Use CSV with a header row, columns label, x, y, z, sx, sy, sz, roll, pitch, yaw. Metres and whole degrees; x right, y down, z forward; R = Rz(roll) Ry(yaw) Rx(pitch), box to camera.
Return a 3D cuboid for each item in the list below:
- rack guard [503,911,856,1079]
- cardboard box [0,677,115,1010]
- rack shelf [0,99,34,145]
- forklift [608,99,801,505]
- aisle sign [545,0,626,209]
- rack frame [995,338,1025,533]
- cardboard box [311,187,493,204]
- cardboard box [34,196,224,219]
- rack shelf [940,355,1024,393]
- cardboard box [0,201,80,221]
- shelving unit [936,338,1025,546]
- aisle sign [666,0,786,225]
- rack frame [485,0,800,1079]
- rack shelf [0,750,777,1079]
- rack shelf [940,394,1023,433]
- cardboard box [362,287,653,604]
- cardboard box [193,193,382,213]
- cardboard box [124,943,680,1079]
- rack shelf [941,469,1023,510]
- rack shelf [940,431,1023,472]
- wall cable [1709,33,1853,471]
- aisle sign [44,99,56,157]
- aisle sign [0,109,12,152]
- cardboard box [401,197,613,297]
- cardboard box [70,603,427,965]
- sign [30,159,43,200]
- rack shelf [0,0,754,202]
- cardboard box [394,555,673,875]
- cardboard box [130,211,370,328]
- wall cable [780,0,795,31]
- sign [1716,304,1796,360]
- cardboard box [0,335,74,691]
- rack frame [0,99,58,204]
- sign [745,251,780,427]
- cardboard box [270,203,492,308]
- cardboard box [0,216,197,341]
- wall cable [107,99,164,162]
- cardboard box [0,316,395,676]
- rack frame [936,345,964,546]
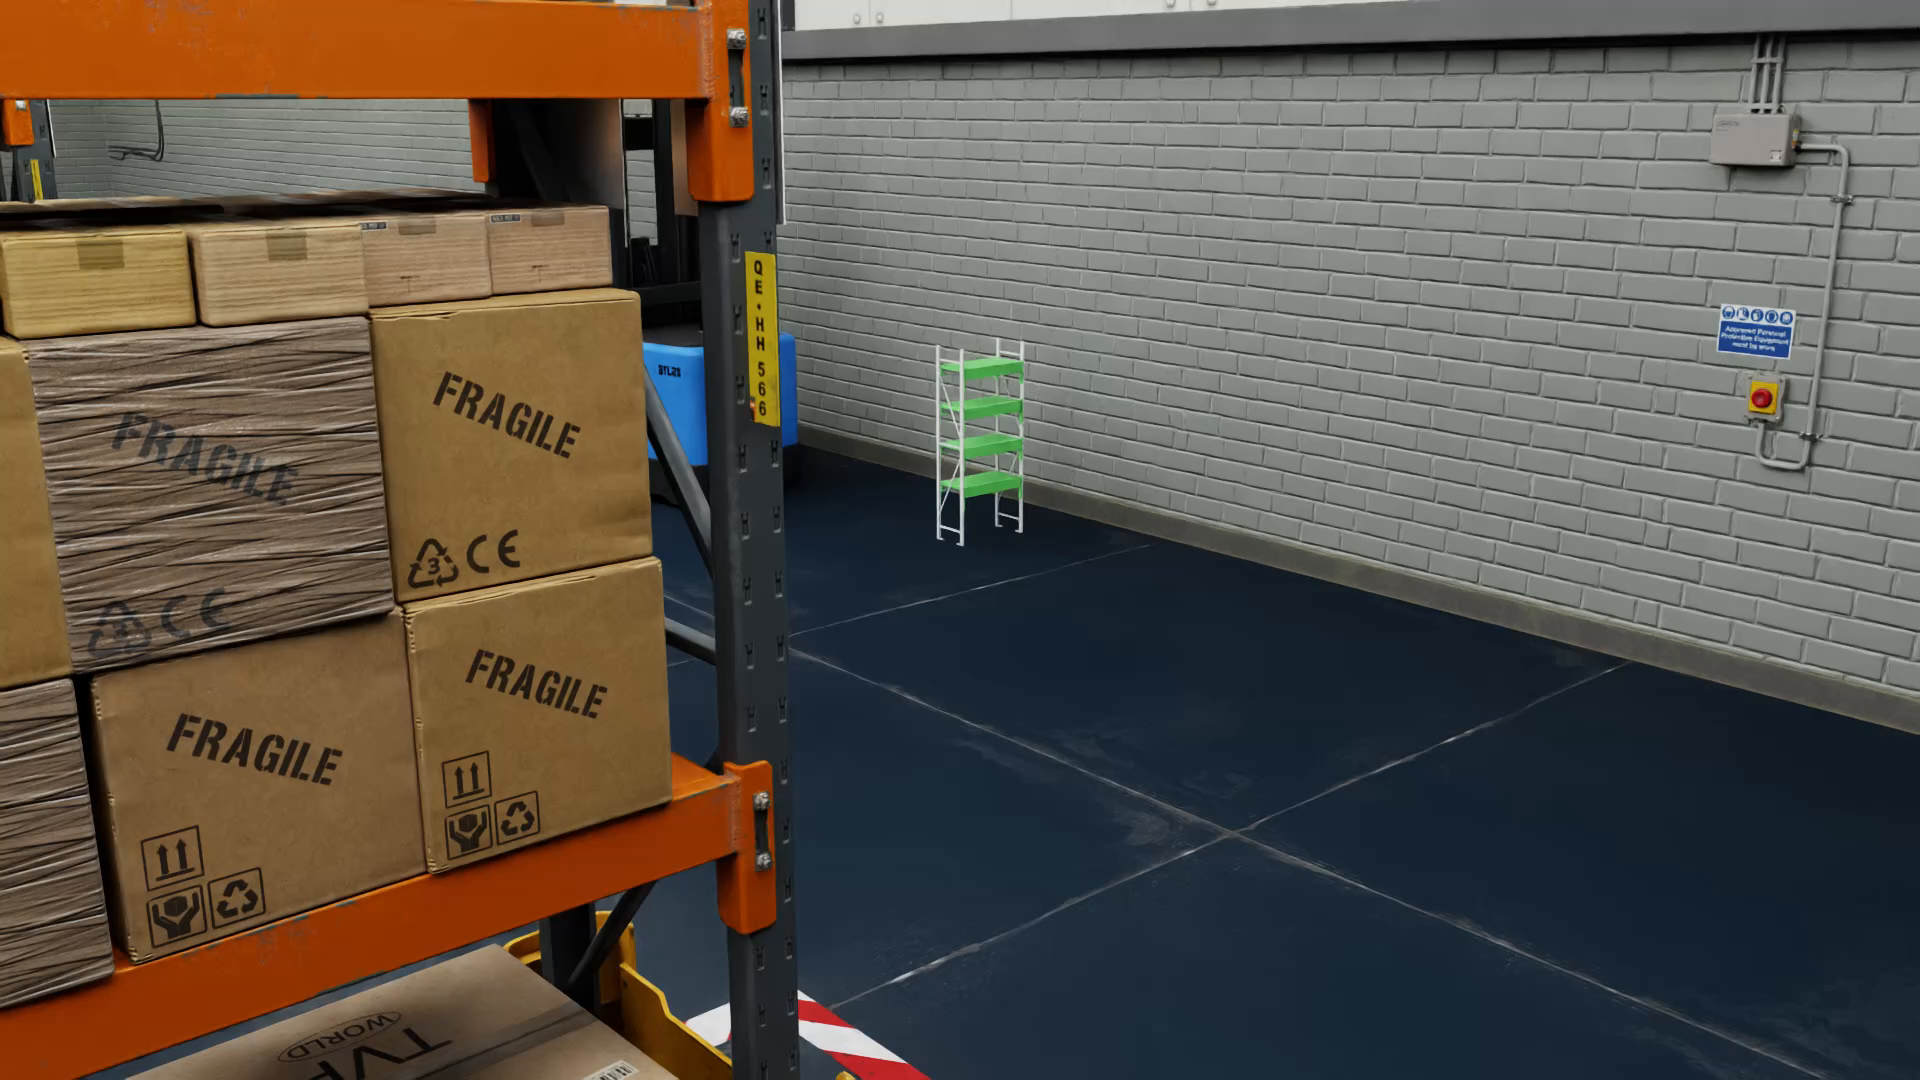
label,x,y,z,sx,sy,sz,roll,pitch,yaw
rack guard,-0.705,1.388,4.086,0.348,0.500,1.175,-13,19,-39
cardboard box,-1.683,0.440,2.596,0.500,0.500,0.500,-12,19,-38
rack shelf,-5.558,-1.525,5.730,4.000,0.370,1.077,-13,19,-39
forklift,-2.587,-1.933,11.809,3.031,2.935,1.130,11,19,36
aisle sign,-0.859,-1.141,3.670,0.004,0.787,0.394,-13,19,-39
rack frame,0.309,-0.649,10.355,0.015,1.200,0.240,-13,19,-39
cardboard box,-1.173,-0.654,3.500,0.250,0.149,0.380,-12,19,-38
cardboard box,-1.595,-0.575,3.200,0.250,0.149,0.380,-12,19,-38
rack shelf,0.125,-1.010,10.093,0.480,0.148,0.258,-13,19,-39
cardboard box,-1.782,-0.526,3.020,0.250,0.149,0.380,-13,20,-41
shelving unit,0.125,-0.608,10.200,0.503,1.200,0.258,-13,19,-39
aisle sign,-0.465,-1.024,3.233,0.004,0.787,0.394,-13,19,-39
rack frame,-0.721,0.185,3.746,0.053,2.616,0.949,-13,19,-39
rack shelf,-2.232,0.870,2.573,4.000,0.370,1.077,-13,19,-39
rack shelf,0.125,-0.778,10.155,0.480,0.148,0.258,-13,19,-39
cardboard box,-0.931,-0.219,3.127,0.500,0.500,0.500,-12,19,-38
cardboard box,-1.324,-0.596,3.281,0.250,0.149,0.380,-12,19,-38
cardboard box,-1.155,1.350,3.534,0.875,0.438,0.875,-14,20,-41
rack shelf,0.125,-0.314,10.279,0.480,0.148,0.258,-13,19,-39
rack shelf,0.125,-0.546,10.217,0.480,0.148,0.258,-13,19,-39
wall cable,3.515,-1.282,7.206,0.123,1.953,0.585,-13,19,-39
aisle sign,-3.797,-1.972,6.784,0.004,0.787,0.394,-13,19,-39
aisle sign,-4.191,-2.089,7.222,0.004,0.787,0.394,-13,19,-39
cardboard box,-0.862,-0.561,3.149,0.250,0.149,0.380,-12,19,-39
cardboard box,-1.302,0.351,2.929,0.500,0.500,0.500,-13,20,-41
sign,-3.700,-1.363,6.685,0.005,0.325,0.100,-13,19,-39
rack shelf,-2.232,-0.579,2.186,4.000,0.370,1.077,-13,19,-39
cardboard box,-0.913,0.269,3.237,0.500,0.500,0.500,-13,19,-39
cardboard box,-1.178,-0.453,2.746,0.250,0.149,0.380,-13,20,-40
wall cable,-0.700,-6.485,10.856,0.120,5.999,2.277,-13,19,-39
sign,3.530,-0.926,7.381,0.001,0.218,0.327,-13,19,-39
cardboard box,-1.681,-0.042,2.463,0.500,0.500,0.500,-13,20,-40
rack frame,-4.049,-0.763,7.292,0.127,3.000,1.000,-13,19,-39
sign,-0.377,-0.382,3.164,0.005,0.325,0.100,-13,19,-39
cardboard box,-1.038,-0.513,2.971,0.250,0.149,0.380,-12,19,-38
cardboard box,-1.395,-0.418,2.616,0.250,0.149,0.380,-12,19,-38
wall cable,-12.482,-6.925,24.755,0.112,2.526,3.097,-13,19,-39
cardboard box,-1.306,-0.125,2.774,0.500,0.500,0.500,-13,19,-39
rack frame,-0.059,-0.566,10.045,0.015,1.200,0.240,-13,19,-39
